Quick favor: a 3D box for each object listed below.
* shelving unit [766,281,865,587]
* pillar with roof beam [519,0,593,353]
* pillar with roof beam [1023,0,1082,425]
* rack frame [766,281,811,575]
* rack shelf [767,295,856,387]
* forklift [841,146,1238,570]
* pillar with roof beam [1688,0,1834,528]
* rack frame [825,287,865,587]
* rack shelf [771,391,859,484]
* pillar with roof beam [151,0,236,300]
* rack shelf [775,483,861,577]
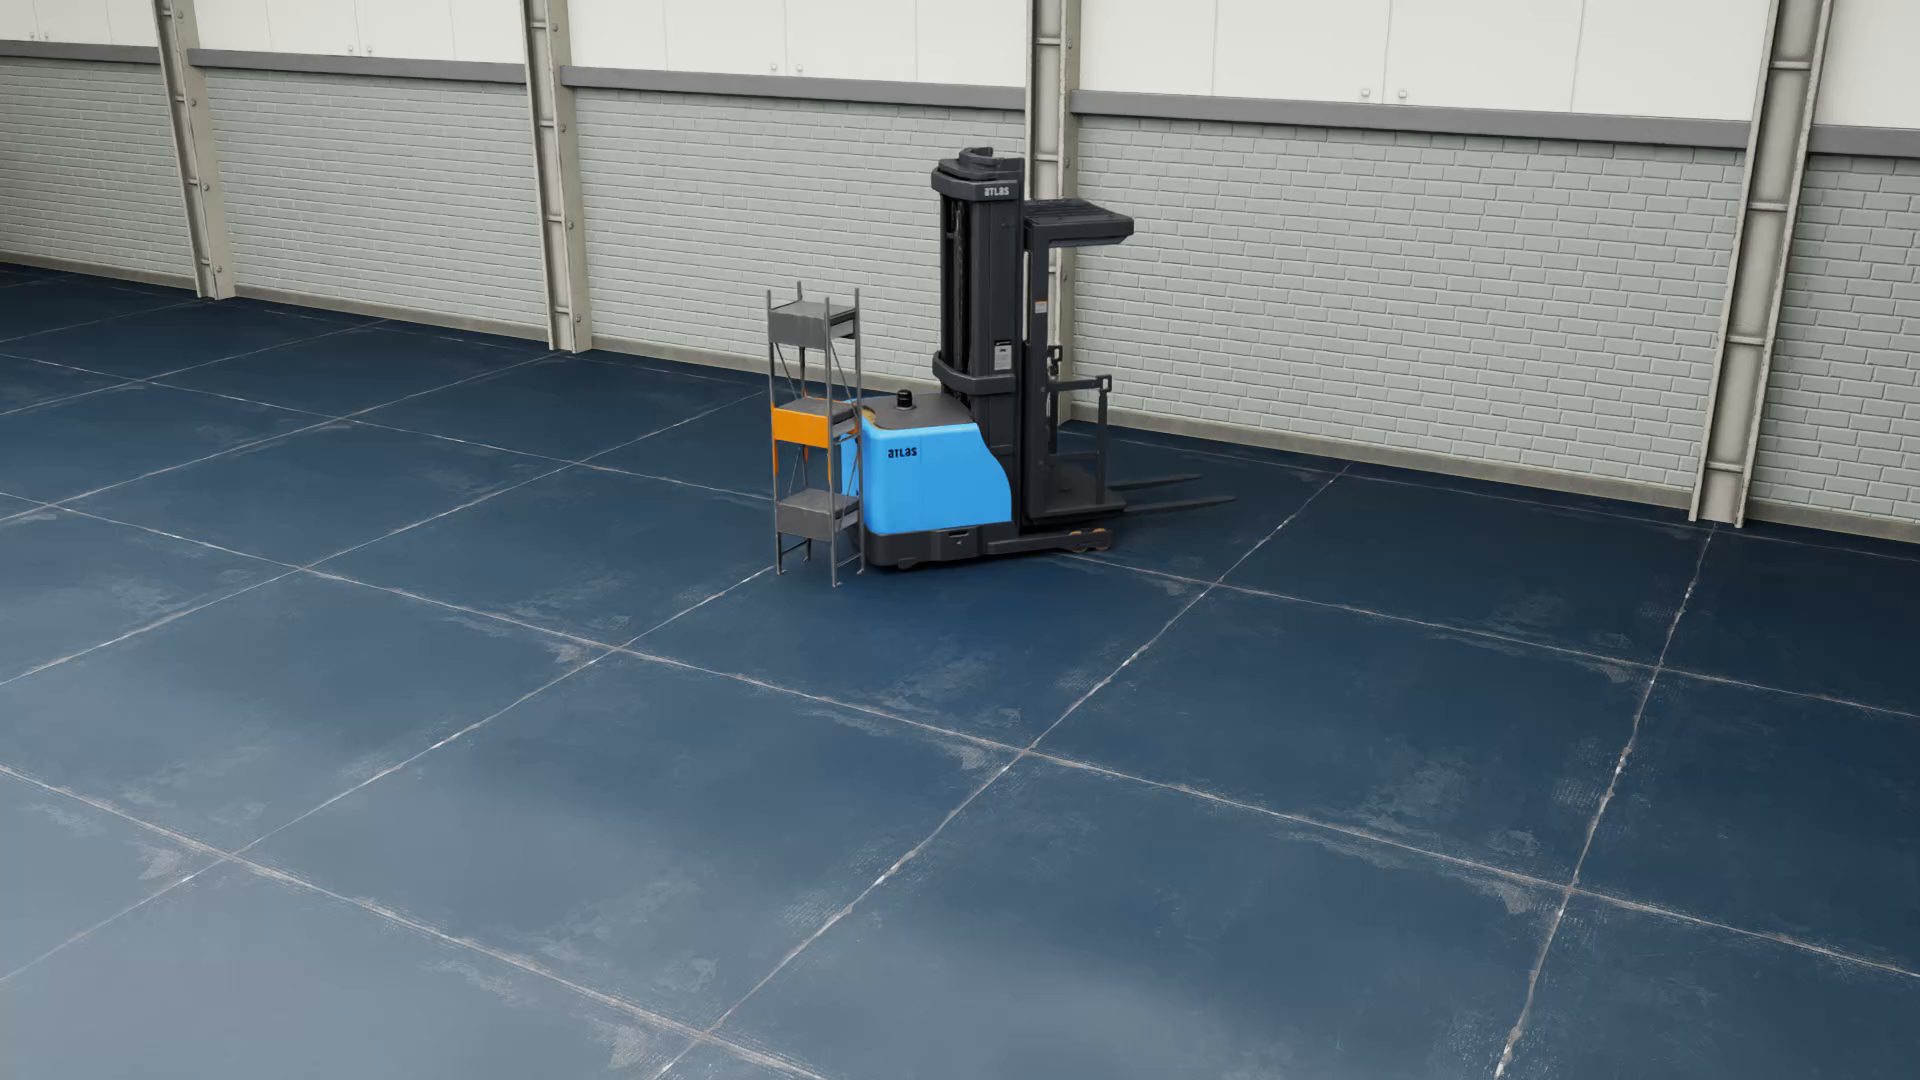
[{"bbox_3d":[-1.018,-0.748,11.847,0.503,2.100,0.431,11,23,28],"label":"shelving unit"},{"bbox_3d":[-6.500,-5.116,13.774,0.400,9.000,9.100,11,23,27],"label":"pillar with roof beam"},{"bbox_3d":[-1.262,-4.119,11.023,0.400,9.000,9.100,11,23,27],"label":"pillar with roof beam"},{"bbox_3d":[-1.229,-0.790,11.963,0.015,2.100,0.400,11,23,28],"label":"rack frame"},{"bbox_3d":[-1.018,-1.393,11.613,0.480,0.518,0.431,11,23,28],"label":"rack shelf"},{"bbox_3d":[0.652,-1.442,12.542,3.031,2.935,1.130,-6,21,-17],"label":"forklift"},{"bbox_3d":[3.976,-3.121,8.272,0.400,9.000,9.100,11,23,27],"label":"pillar with roof beam"},{"bbox_3d":[-0.807,-0.706,11.732,0.015,2.100,0.400,11,23,28],"label":"rack frame"},{"bbox_3d":[-1.018,-0.735,11.852,0.480,0.518,0.431,11,23,28],"label":"rack shelf"},{"bbox_3d":[-11.738,-6.114,16.524,0.400,9.000,9.100,11,23,27],"label":"pillar with roof beam"},{"bbox_3d":[-1.018,-0.077,12.091,0.480,0.518,0.431,11,23,28],"label":"rack shelf"}]
